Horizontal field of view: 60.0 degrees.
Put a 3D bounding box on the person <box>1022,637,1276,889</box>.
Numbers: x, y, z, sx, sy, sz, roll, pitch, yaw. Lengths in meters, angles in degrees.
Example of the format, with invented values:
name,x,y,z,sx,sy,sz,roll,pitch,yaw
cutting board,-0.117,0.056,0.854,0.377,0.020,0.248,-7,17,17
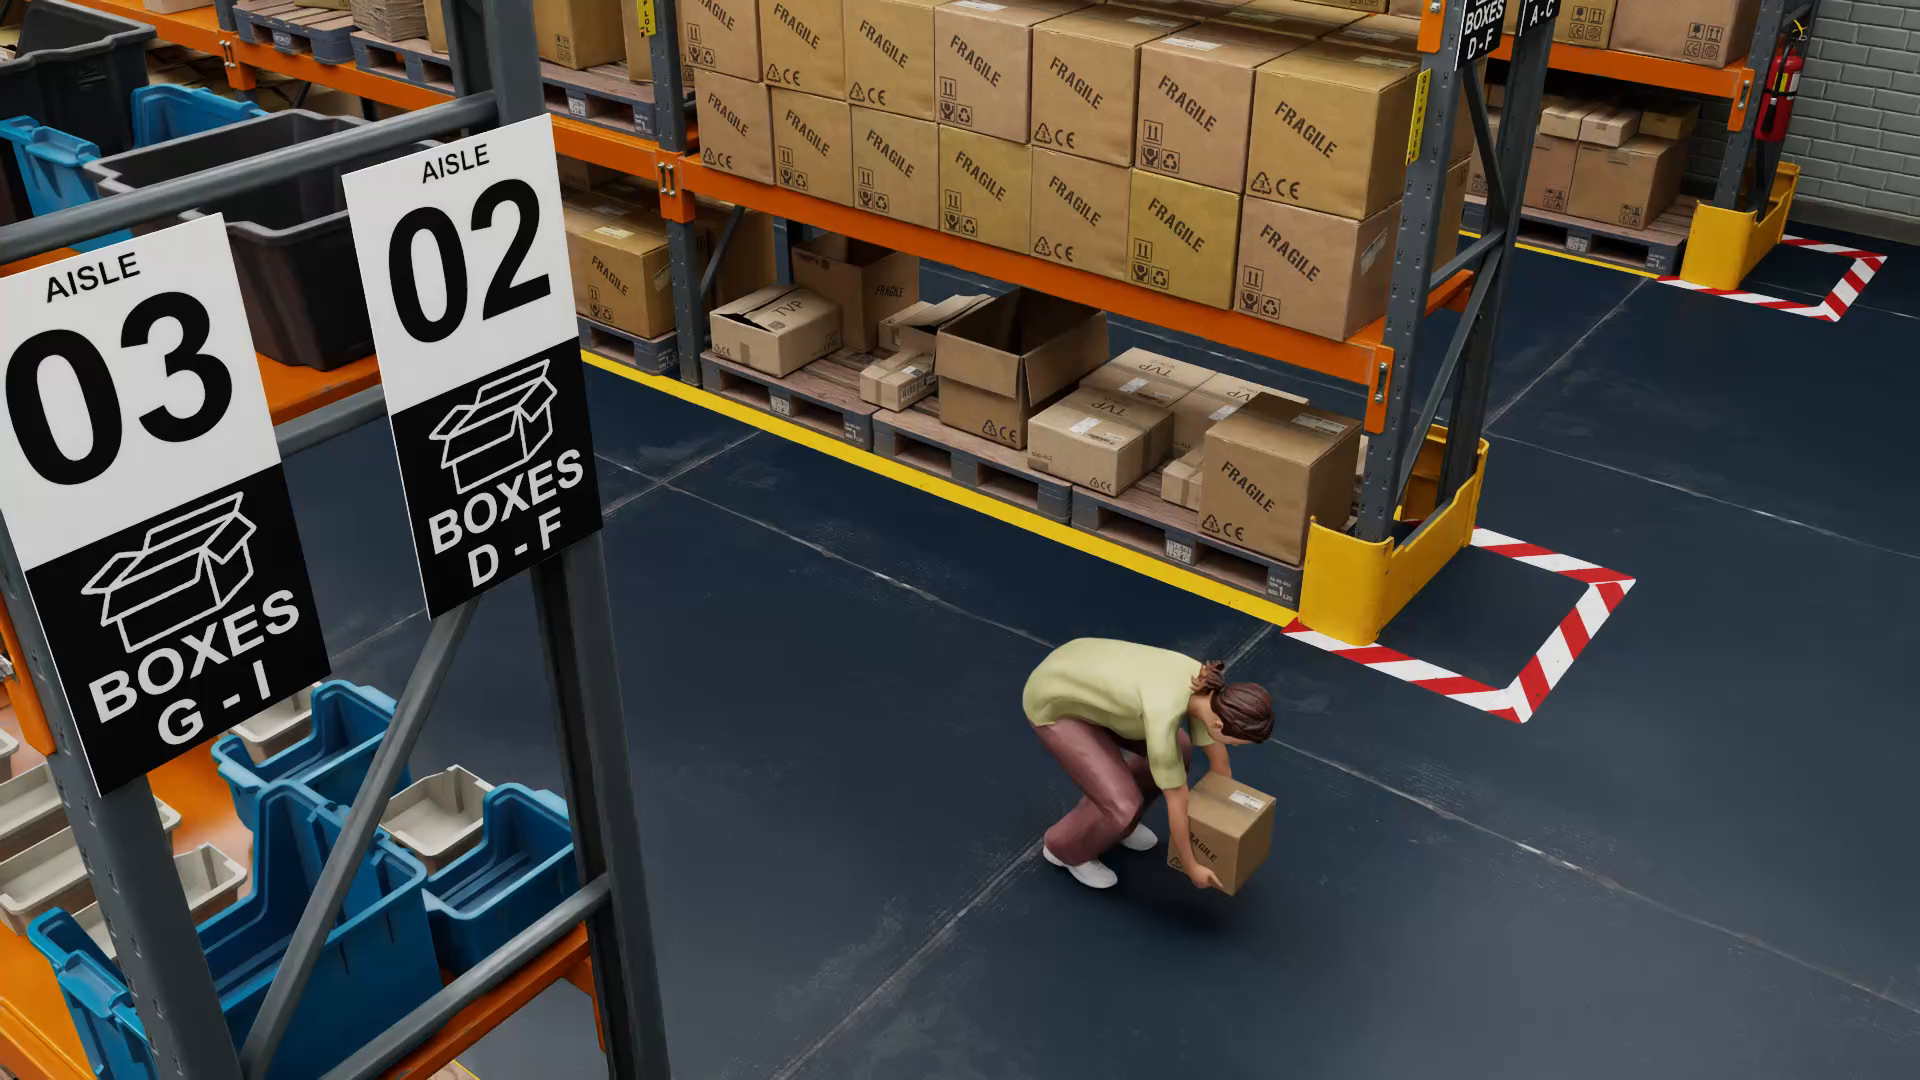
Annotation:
name,x,y,z,sx,sy,sz,roll,pitch,yaw
person,0.620,0.750,5.588,0.862,0.953,0.477,20,36,29
